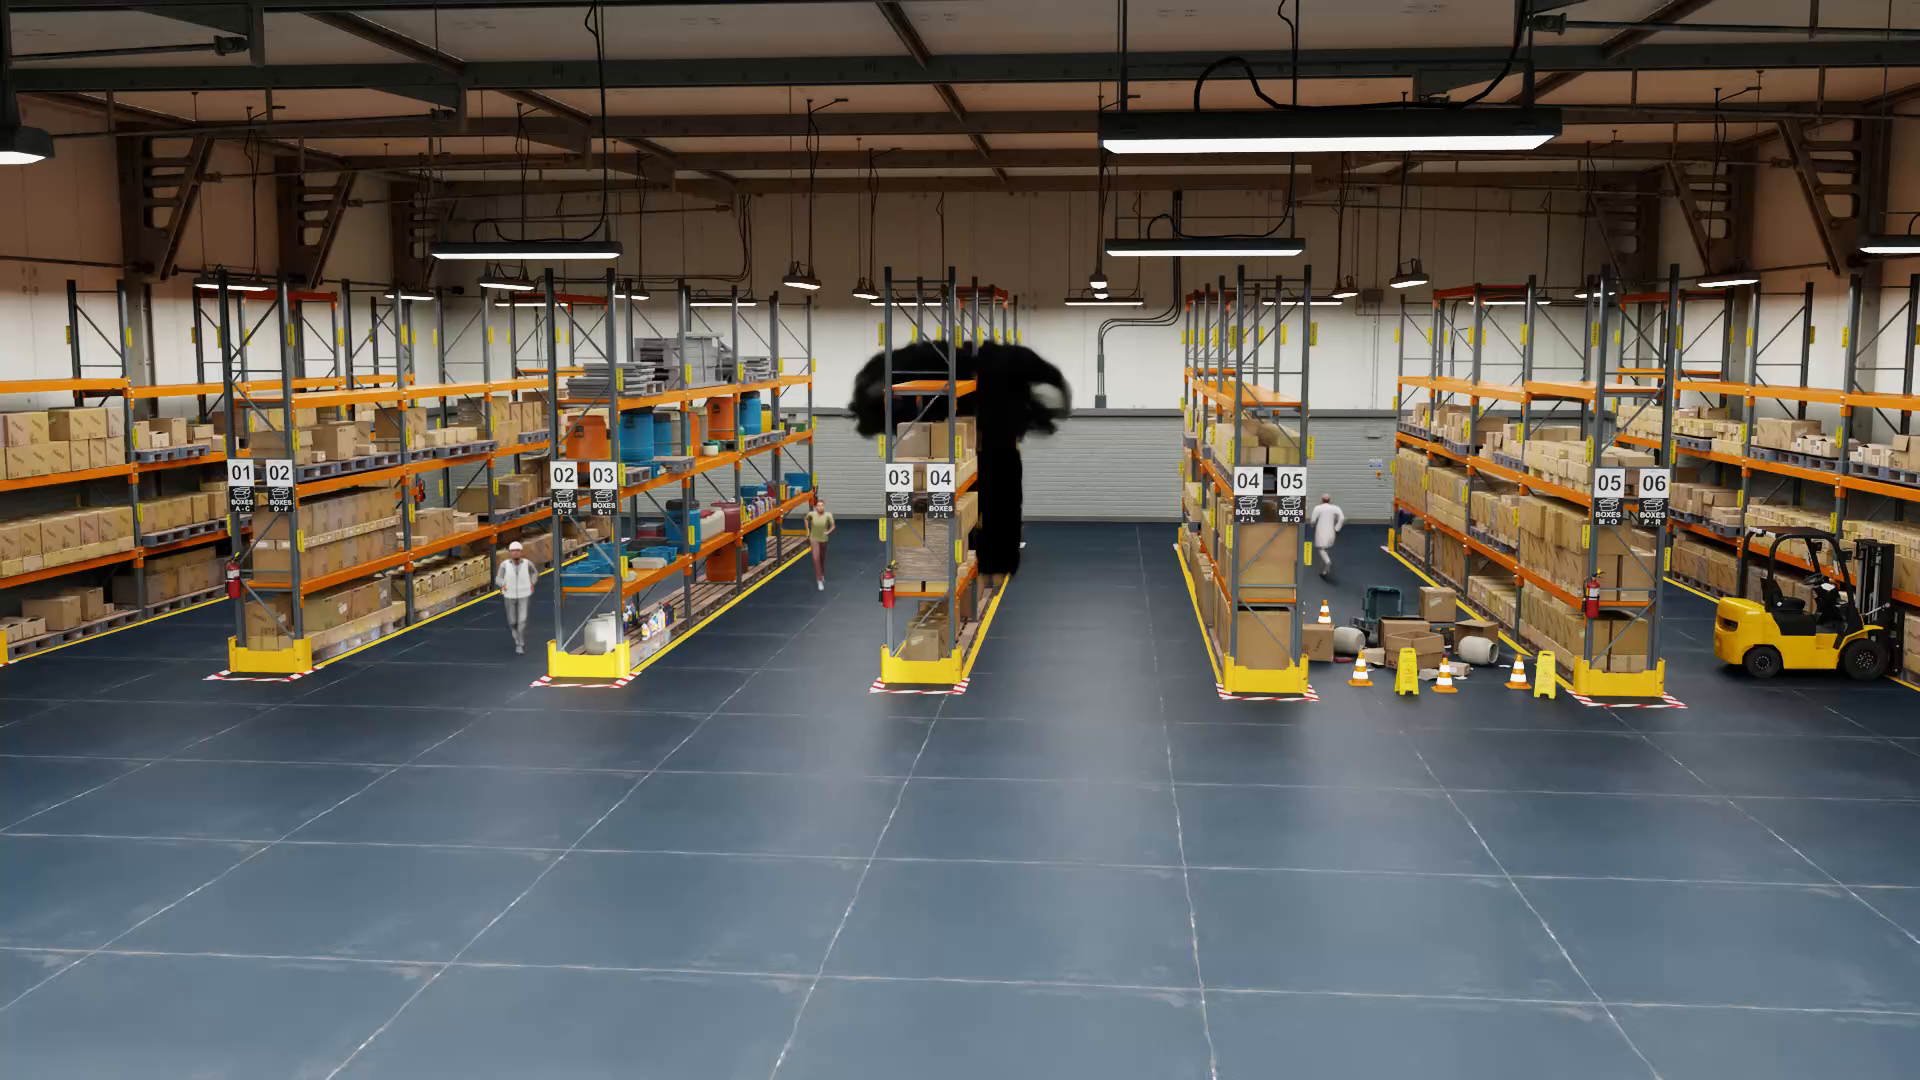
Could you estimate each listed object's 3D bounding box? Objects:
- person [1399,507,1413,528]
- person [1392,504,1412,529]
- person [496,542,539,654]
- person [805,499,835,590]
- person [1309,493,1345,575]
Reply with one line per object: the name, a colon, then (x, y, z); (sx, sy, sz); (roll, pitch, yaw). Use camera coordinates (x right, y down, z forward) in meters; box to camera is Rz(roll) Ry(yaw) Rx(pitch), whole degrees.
person: (10.849, -0.630, 40.200); (0.461, 1.533, 0.552); (2, 7, 16)
person: (10.876, -0.735, 40.705); (0.661, 1.588, 0.586); (0, 7, -4)
person: (-7.113, 0.910, 26.751); (0.668, 1.787, 0.853); (-2, 7, -14)
person: (-2.663, 0.052, 31.679); (0.579, 1.703, 0.857); (-1, 7, -7)
person: (7.692, -0.092, 34.870); (0.692, 1.762, 0.940); (-1, 7, -6)
